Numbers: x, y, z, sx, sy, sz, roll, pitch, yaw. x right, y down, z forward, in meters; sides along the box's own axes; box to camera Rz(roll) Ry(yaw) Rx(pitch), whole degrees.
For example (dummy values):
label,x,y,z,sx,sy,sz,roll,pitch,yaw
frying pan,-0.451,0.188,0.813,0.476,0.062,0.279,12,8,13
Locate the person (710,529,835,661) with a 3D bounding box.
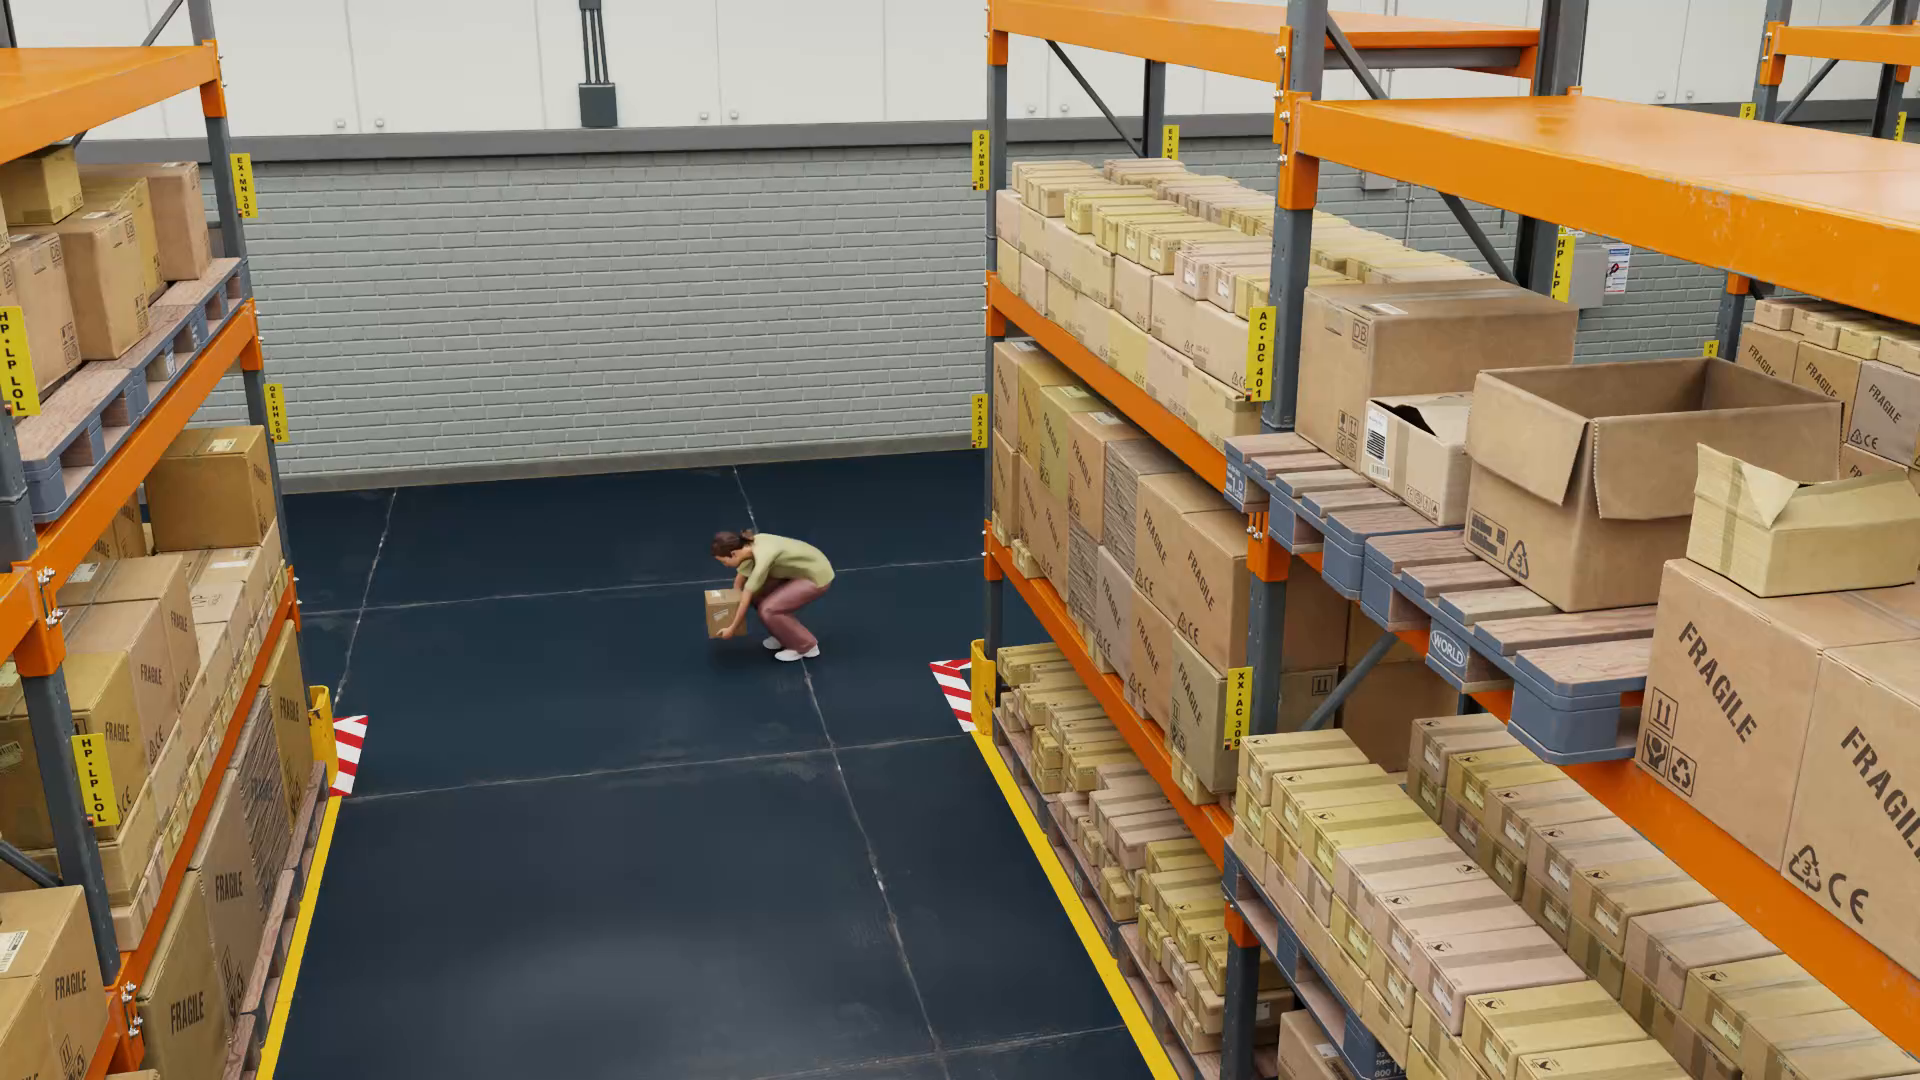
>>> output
label,x,y,z,sx,sy,sz,roll,pitch,yaw
person,-1.261,0.345,11.230,0.830,0.924,0.456,-5,20,-14
